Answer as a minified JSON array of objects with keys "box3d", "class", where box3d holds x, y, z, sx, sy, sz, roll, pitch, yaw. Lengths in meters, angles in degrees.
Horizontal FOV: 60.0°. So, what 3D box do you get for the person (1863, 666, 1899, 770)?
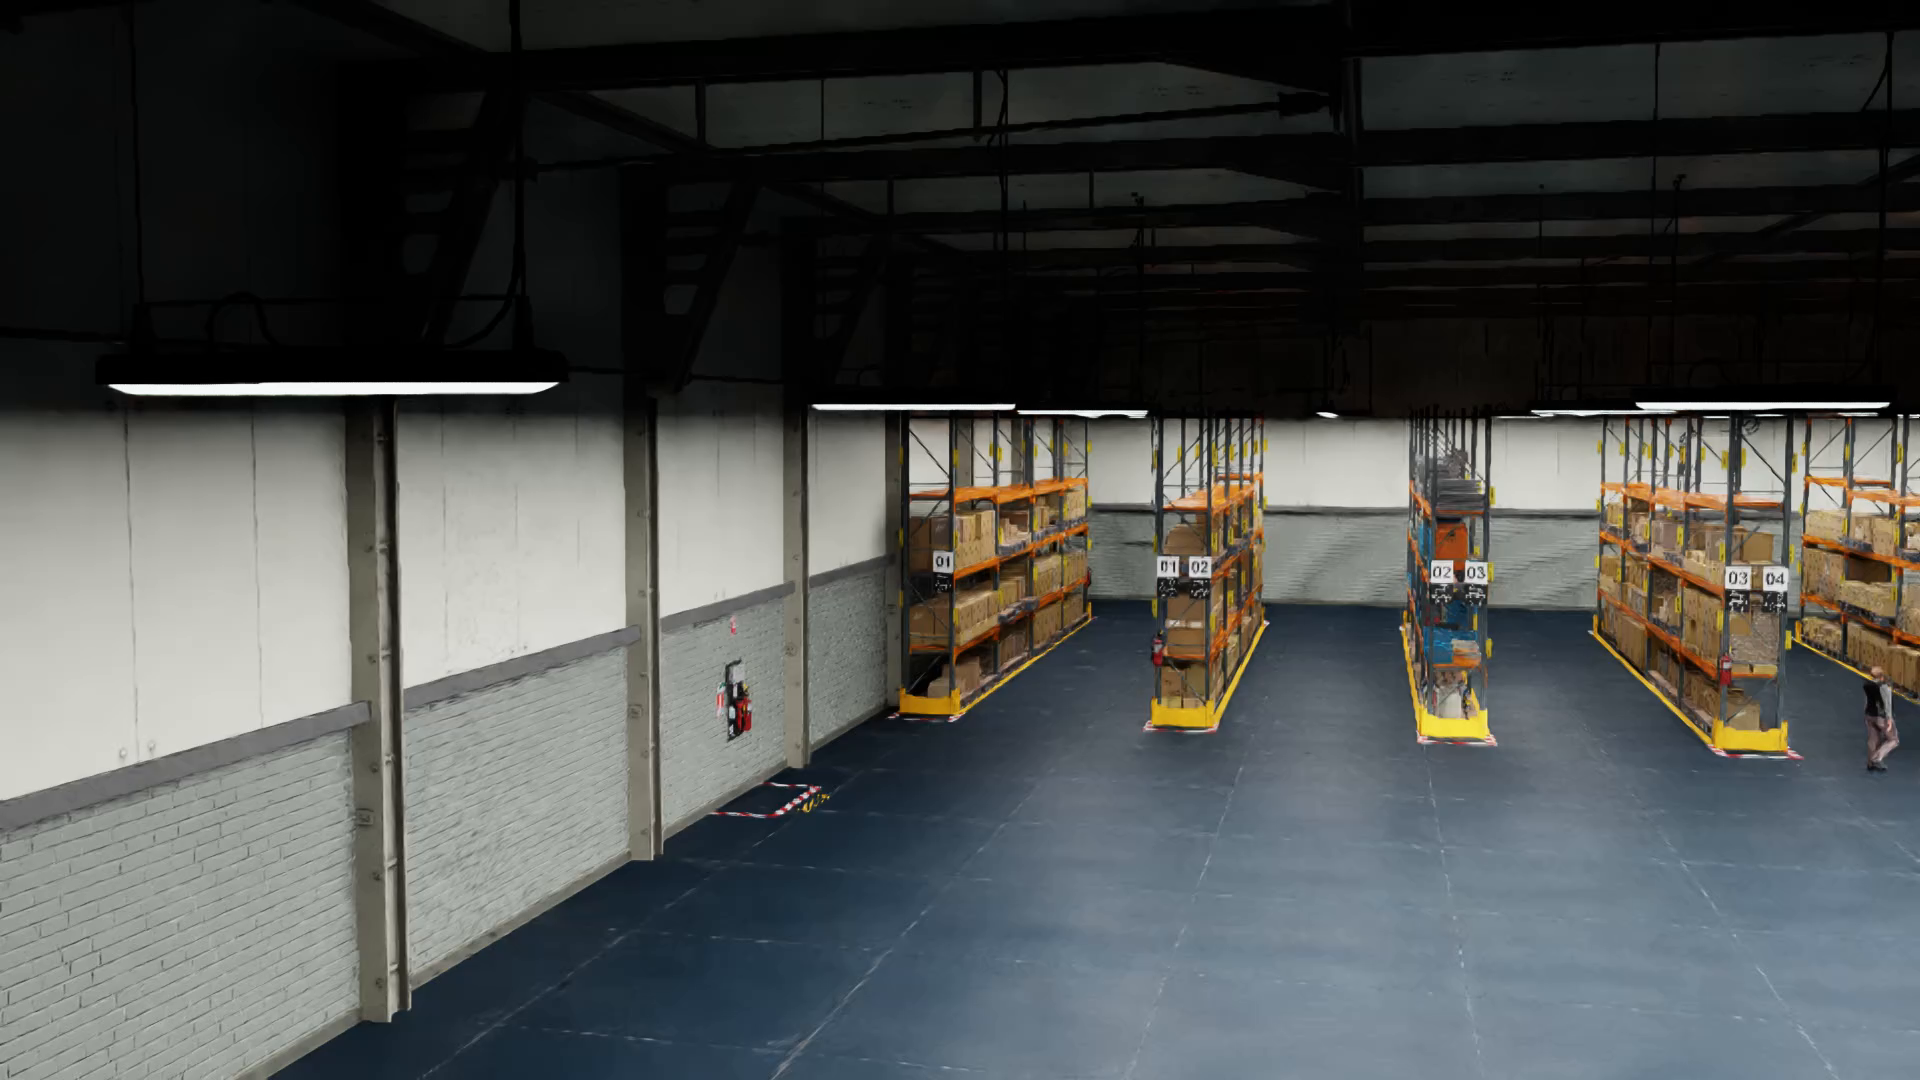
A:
[{"box3d":[14.990,2.914,27.155,0.444,1.719,0.569,-1,4,-14],"class":"person"}]
